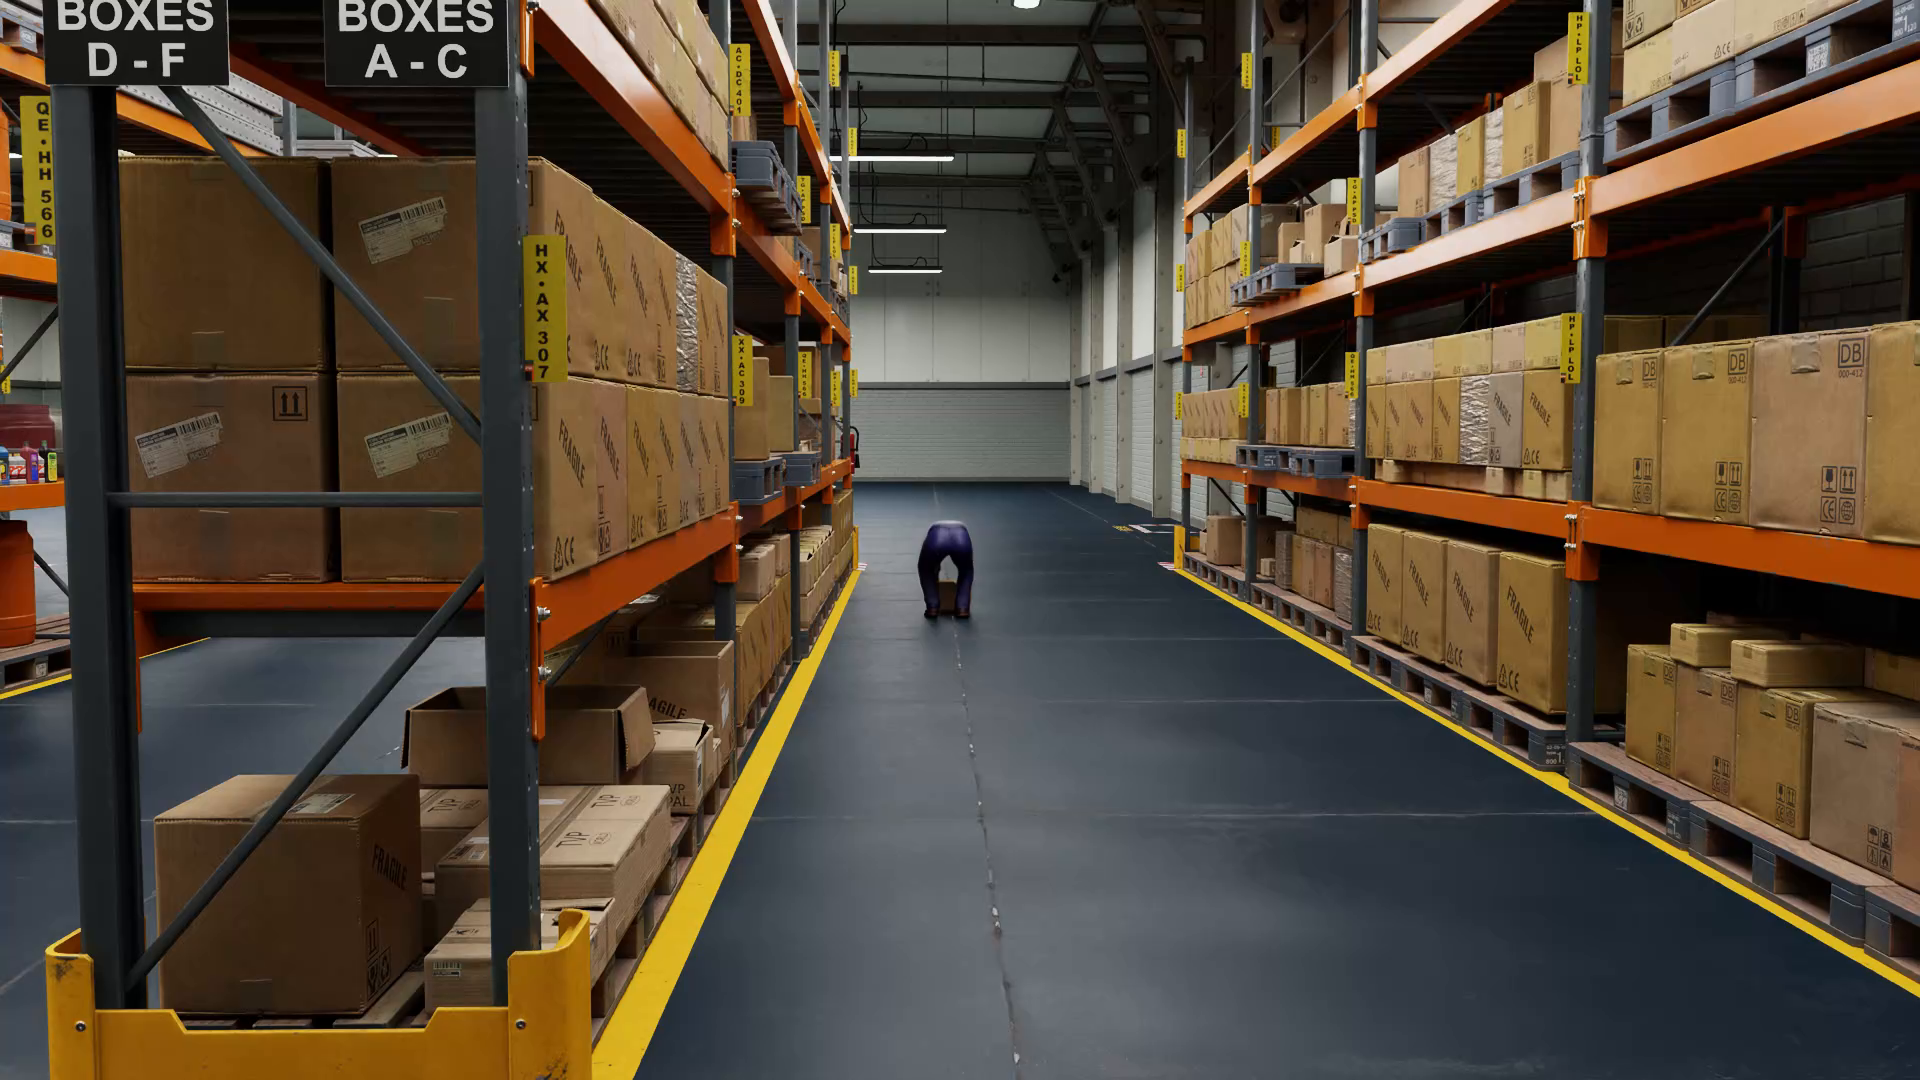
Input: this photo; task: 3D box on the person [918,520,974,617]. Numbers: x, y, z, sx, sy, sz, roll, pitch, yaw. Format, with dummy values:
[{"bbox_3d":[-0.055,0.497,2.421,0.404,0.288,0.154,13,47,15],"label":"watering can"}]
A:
[{"bbox_3d":[-0.126,0.242,14.835,0.507,0.869,0.897,0,4,-4],"label":"person"}]
